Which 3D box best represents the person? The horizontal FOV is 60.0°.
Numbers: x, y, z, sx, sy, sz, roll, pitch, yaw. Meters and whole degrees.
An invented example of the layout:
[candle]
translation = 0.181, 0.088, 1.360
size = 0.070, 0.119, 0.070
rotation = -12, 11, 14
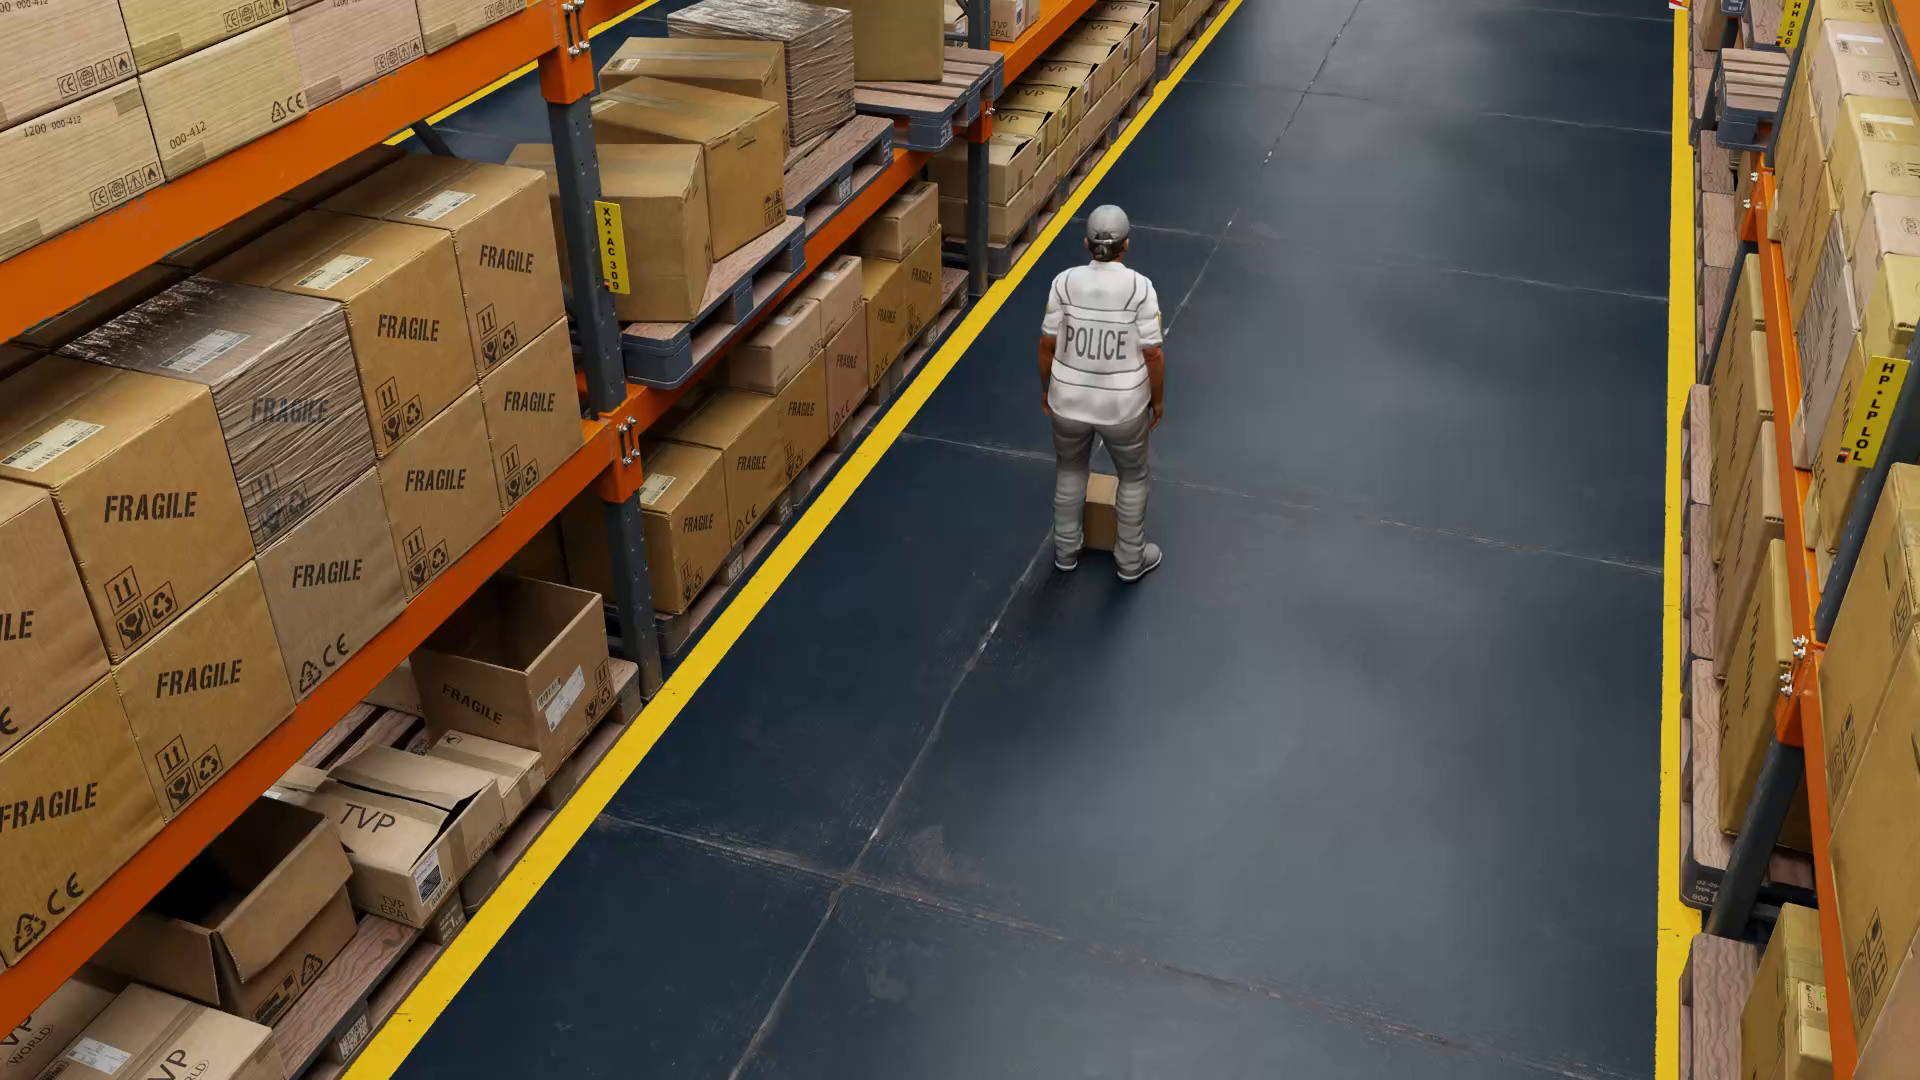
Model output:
[person]
translation = 0.612, -0.625, 7.021
size = 0.525, 1.599, 0.466
rotation = 10, 35, 14
